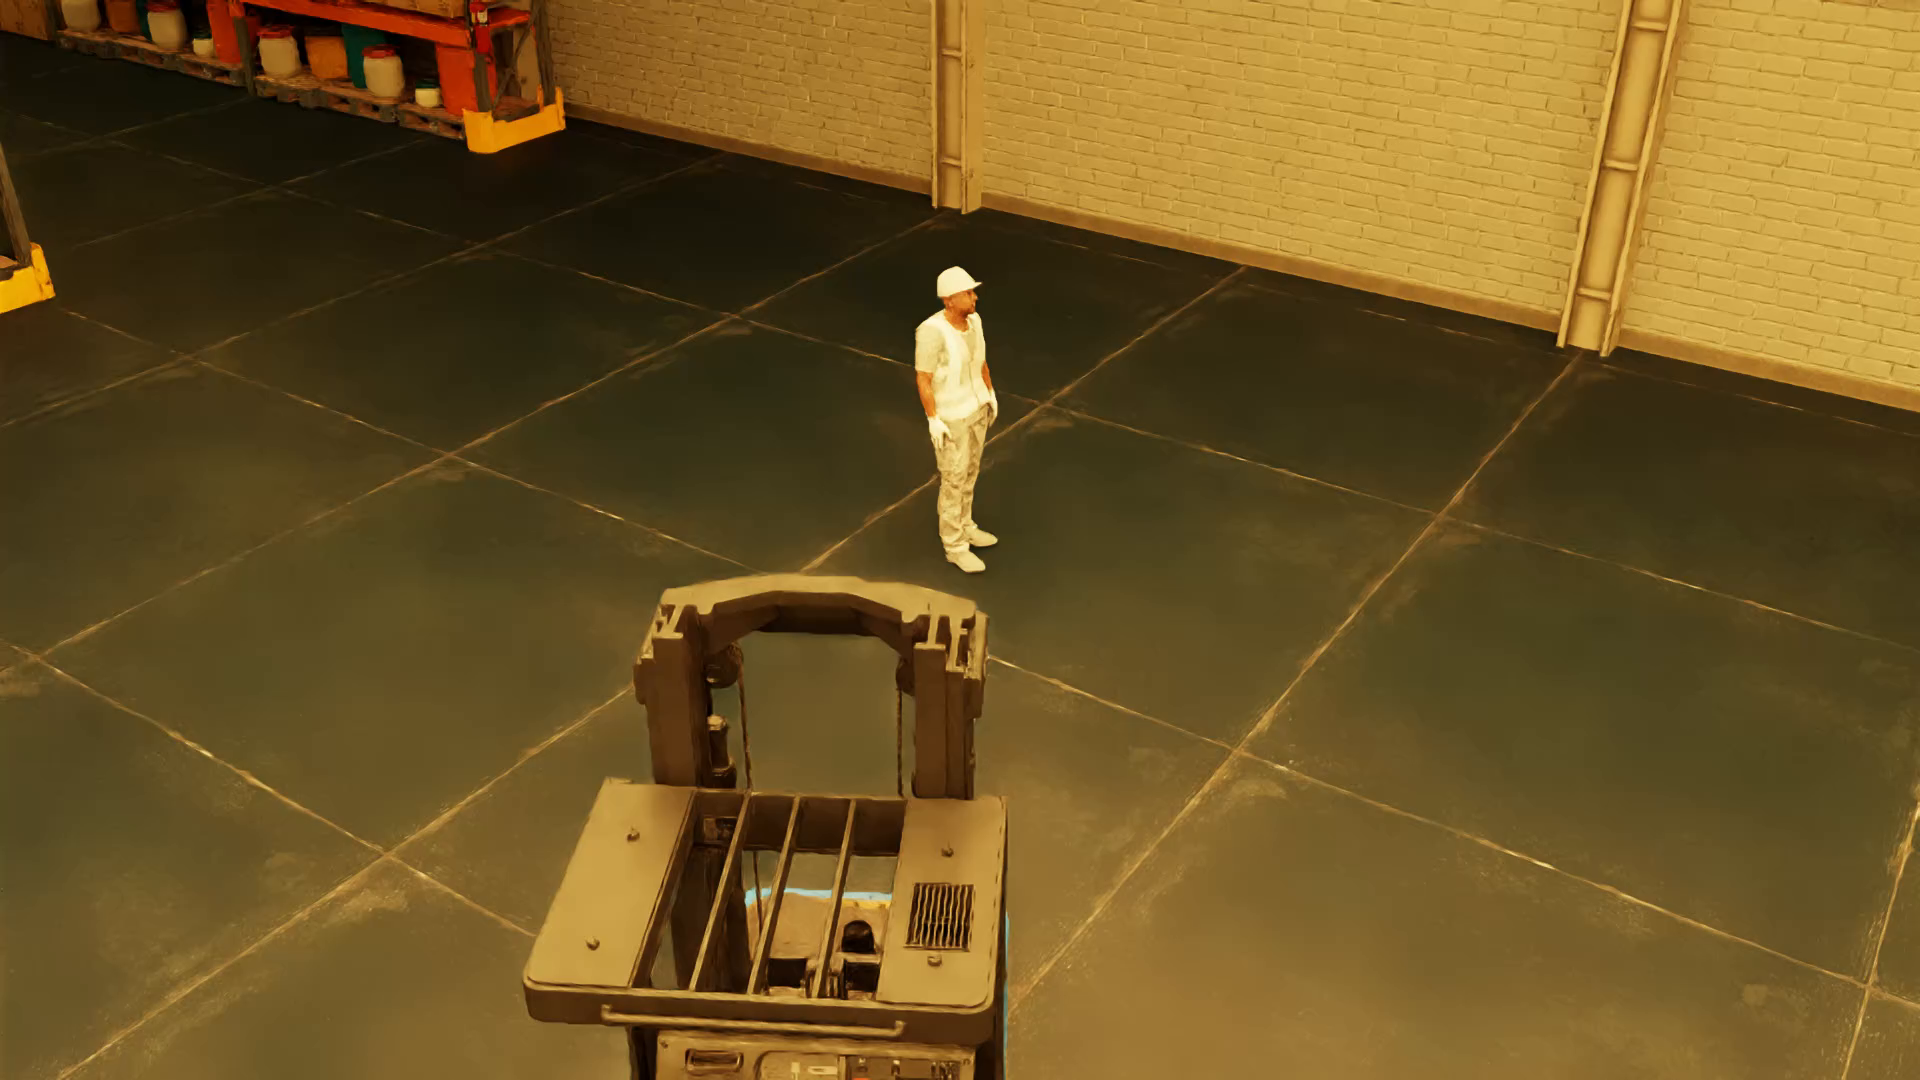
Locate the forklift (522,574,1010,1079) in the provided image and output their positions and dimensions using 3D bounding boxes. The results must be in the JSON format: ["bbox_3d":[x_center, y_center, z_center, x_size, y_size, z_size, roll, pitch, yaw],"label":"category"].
[{"bbox_3d":[-0.435,1.694,4.663,1.130,2.935,3.031,2,30,4],"label":"forklift"}]

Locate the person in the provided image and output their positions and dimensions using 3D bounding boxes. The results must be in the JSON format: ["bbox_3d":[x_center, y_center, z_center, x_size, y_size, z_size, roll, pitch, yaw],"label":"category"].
[{"bbox_3d":[0.055,-0.753,10.008,0.576,1.782,0.655,19,35,29],"label":"person"}]
